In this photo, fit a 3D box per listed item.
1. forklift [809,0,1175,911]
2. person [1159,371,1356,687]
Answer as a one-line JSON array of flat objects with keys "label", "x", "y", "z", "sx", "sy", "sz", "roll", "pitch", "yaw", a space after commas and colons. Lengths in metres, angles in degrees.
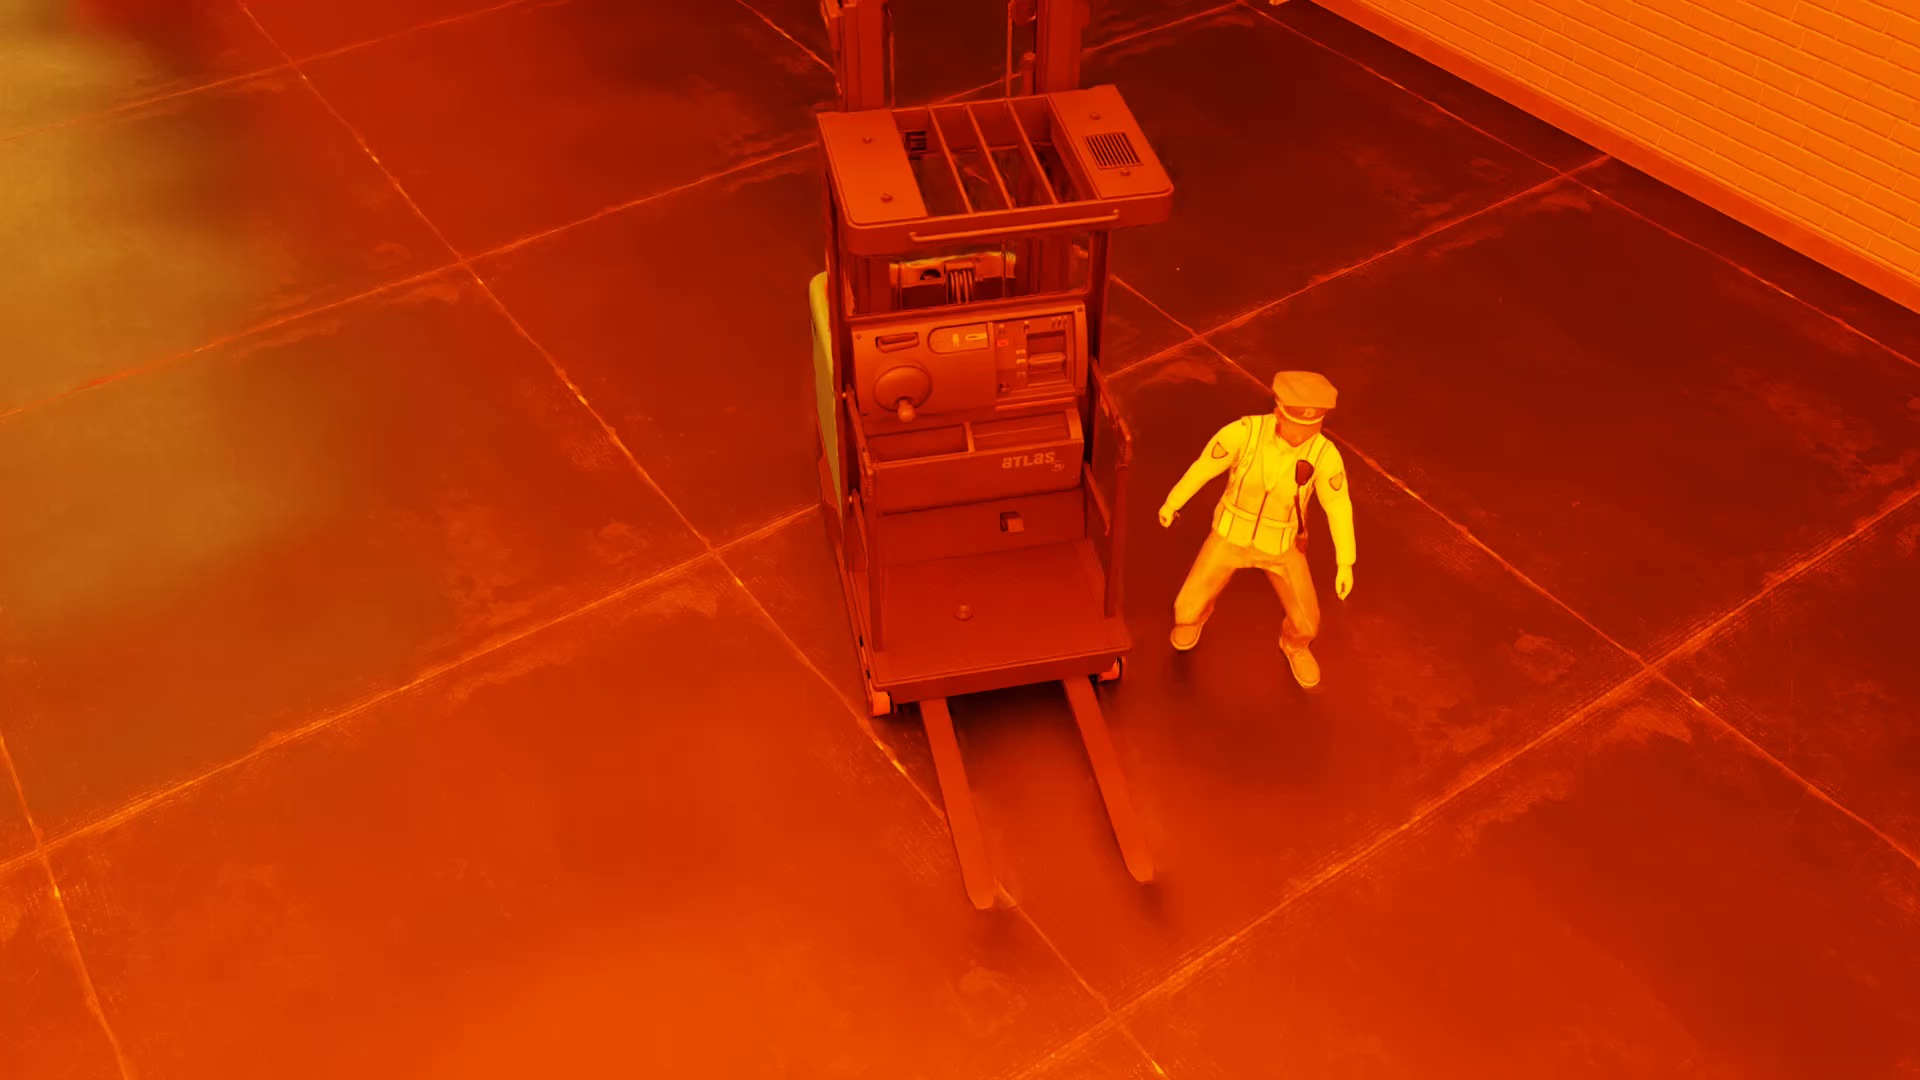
[{"label": "forklift", "x": 0.090, "y": -0.611, "z": 6.378, "sx": 1.130, "sy": 2.935, "sz": 3.031, "roll": -8, "pitch": 43, "yaw": -8}, {"label": "person", "x": 1.201, "y": -0.017, "z": 6.746, "sx": 0.828, "sy": 1.585, "sz": 0.474, "roll": 13, "pitch": 44, "yaw": 14}]
